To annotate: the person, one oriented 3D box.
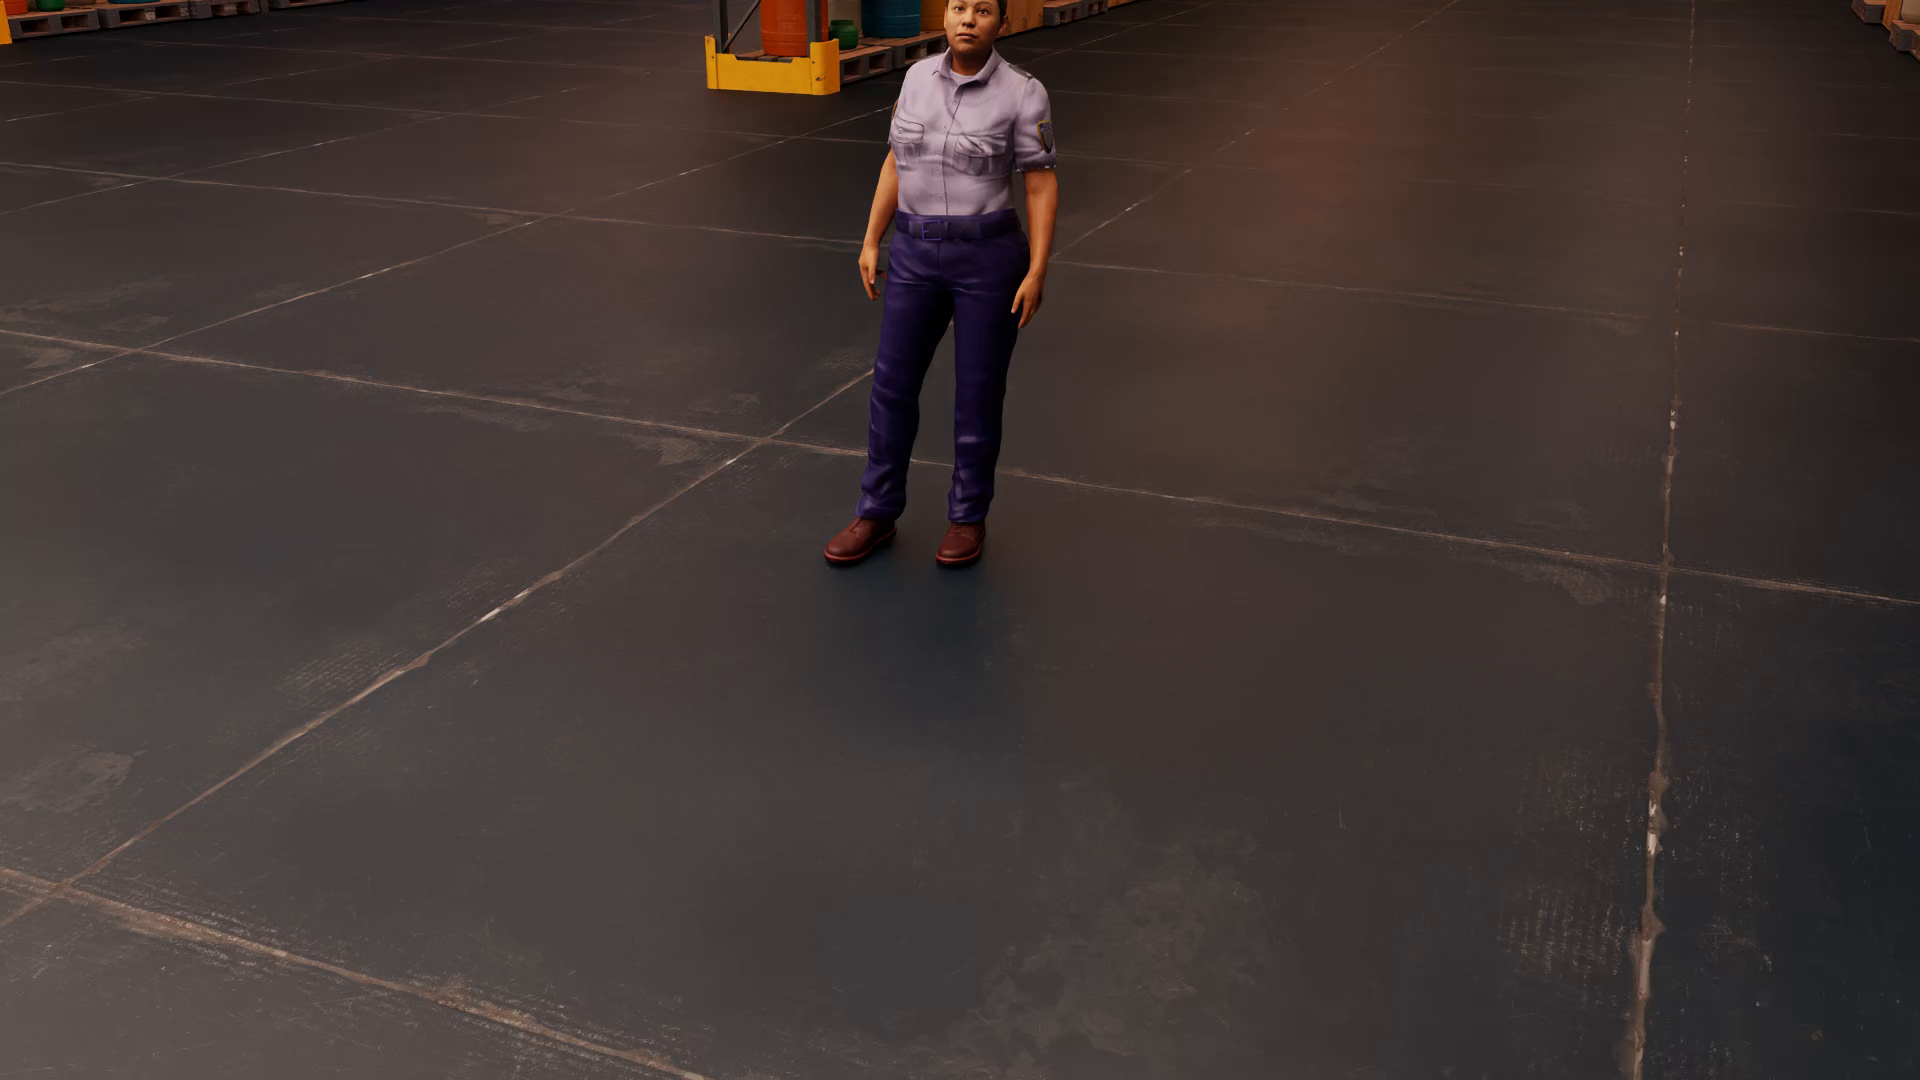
[{"bbox_3d":[-0.055,-0.739,4.704,0.598,1.651,0.503,9,24,21],"label":"person"}]
